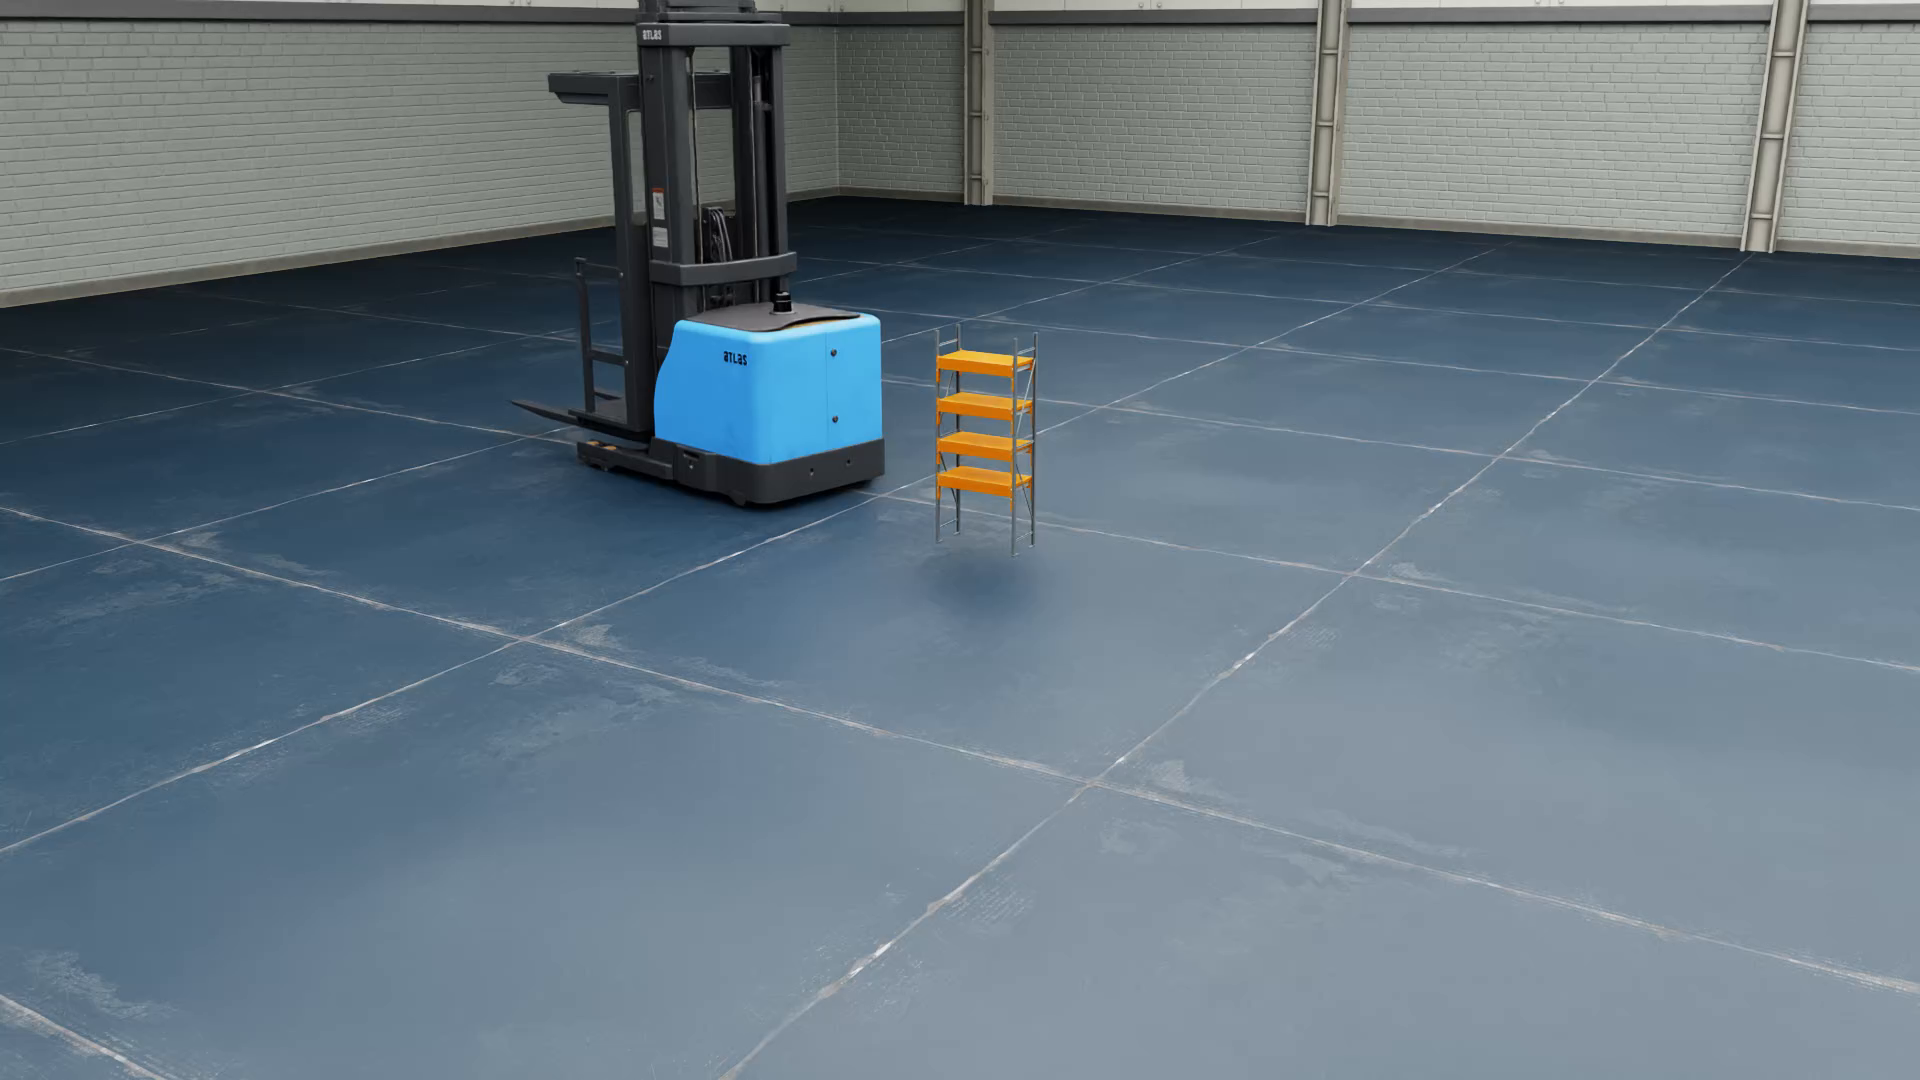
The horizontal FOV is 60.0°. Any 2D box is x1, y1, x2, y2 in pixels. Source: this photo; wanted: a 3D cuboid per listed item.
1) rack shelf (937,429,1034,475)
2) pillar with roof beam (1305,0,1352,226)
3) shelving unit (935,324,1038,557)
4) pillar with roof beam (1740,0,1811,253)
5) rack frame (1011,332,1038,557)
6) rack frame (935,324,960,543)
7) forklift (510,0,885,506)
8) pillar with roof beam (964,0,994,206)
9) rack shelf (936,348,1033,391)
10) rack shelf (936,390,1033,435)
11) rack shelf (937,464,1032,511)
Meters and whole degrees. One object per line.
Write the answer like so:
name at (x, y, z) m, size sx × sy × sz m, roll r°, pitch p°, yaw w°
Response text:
rack shelf at (0.141, -0.485, 9.143) m, size 0.480 × 0.148 × 0.258 m, roll 10°, pitch 20°, yaw 30°
pillar with roof beam at (3.174, -7.977, 20.159) m, size 0.400 × 9.000 × 9.100 m, roll 10°, pitch 20°, yaw 30°
shelving unit at (0.141, -0.549, 9.124) m, size 0.503 × 1.200 × 0.258 m, roll 10°, pitch 20°, yaw 30°
pillar with roof beam at (8.287, -7.064, 17.155) m, size 0.400 × 9.000 × 9.100 m, roll 10°, pitch 20°, yaw 30°
rack frame at (0.349, -0.512, 9.002) m, size 0.015 × 1.200 × 0.240 m, roll 10°, pitch 20°, yaw 30°
rack frame at (-0.067, -0.586, 9.246) m, size 0.015 × 1.200 × 0.240 m, roll 10°, pitch 20°, yaw 30°
forklift at (-1.888, -1.949, 10.753) m, size 3.031 × 2.935 × 1.130 m, roll 15°, pitch 23°, yaw 41°
pillar with roof beam at (-1.938, -8.890, 23.164) m, size 0.400 × 9.000 × 9.100 m, roll 10°, pitch 20°, yaw 30°
rack shelf at (0.141, -0.925, 9.010) m, size 0.480 × 0.148 × 0.258 m, roll 10°, pitch 20°, yaw 30°
rack shelf at (0.141, -0.699, 9.078) m, size 0.480 × 0.148 × 0.258 m, roll 10°, pitch 20°, yaw 30°
rack shelf at (0.141, -0.295, 9.201) m, size 0.480 × 0.148 × 0.258 m, roll 10°, pitch 20°, yaw 30°
